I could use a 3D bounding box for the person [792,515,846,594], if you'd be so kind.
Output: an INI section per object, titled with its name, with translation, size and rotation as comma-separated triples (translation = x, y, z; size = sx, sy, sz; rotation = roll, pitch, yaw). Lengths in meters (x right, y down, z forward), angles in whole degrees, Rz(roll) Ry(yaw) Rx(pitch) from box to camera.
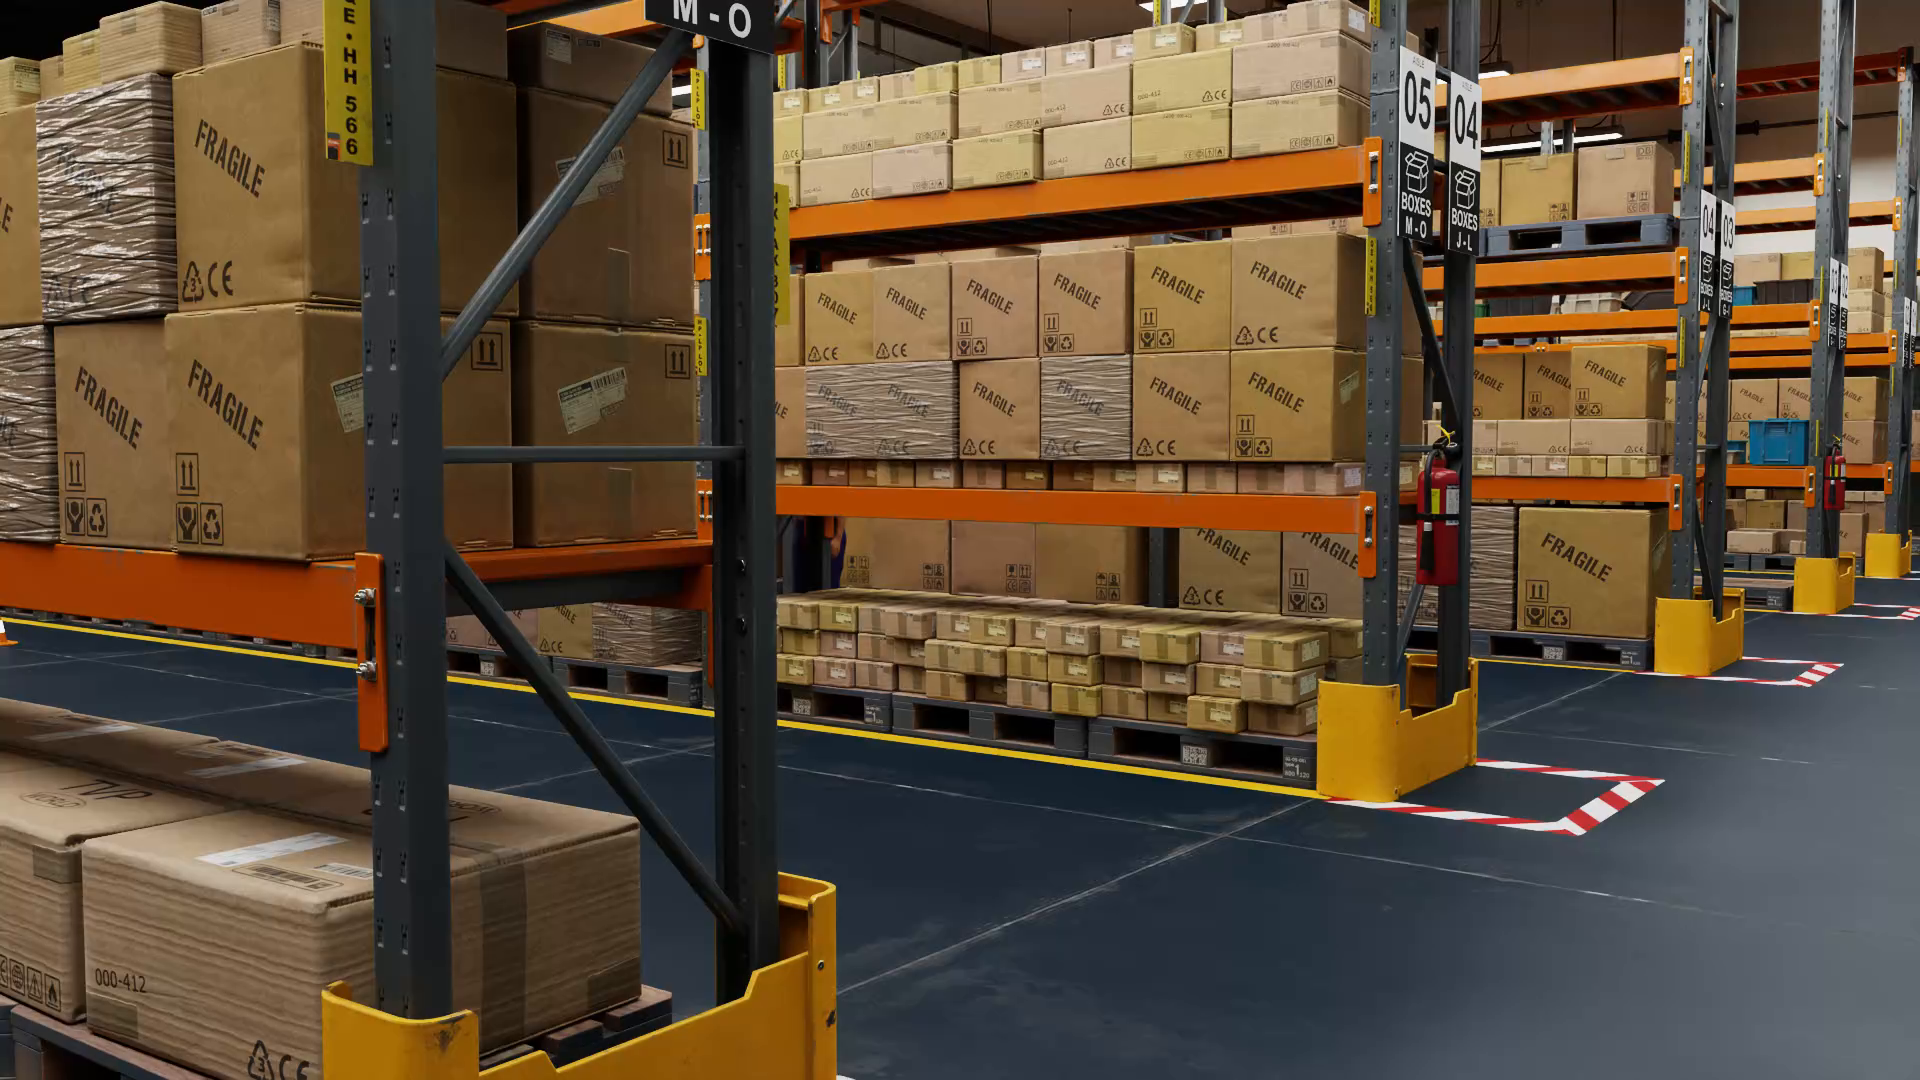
[person]
translation = -1.042, 0.004, 12.296
size = 0.468, 1.642, 0.342
rotation = 3, 4, 37
